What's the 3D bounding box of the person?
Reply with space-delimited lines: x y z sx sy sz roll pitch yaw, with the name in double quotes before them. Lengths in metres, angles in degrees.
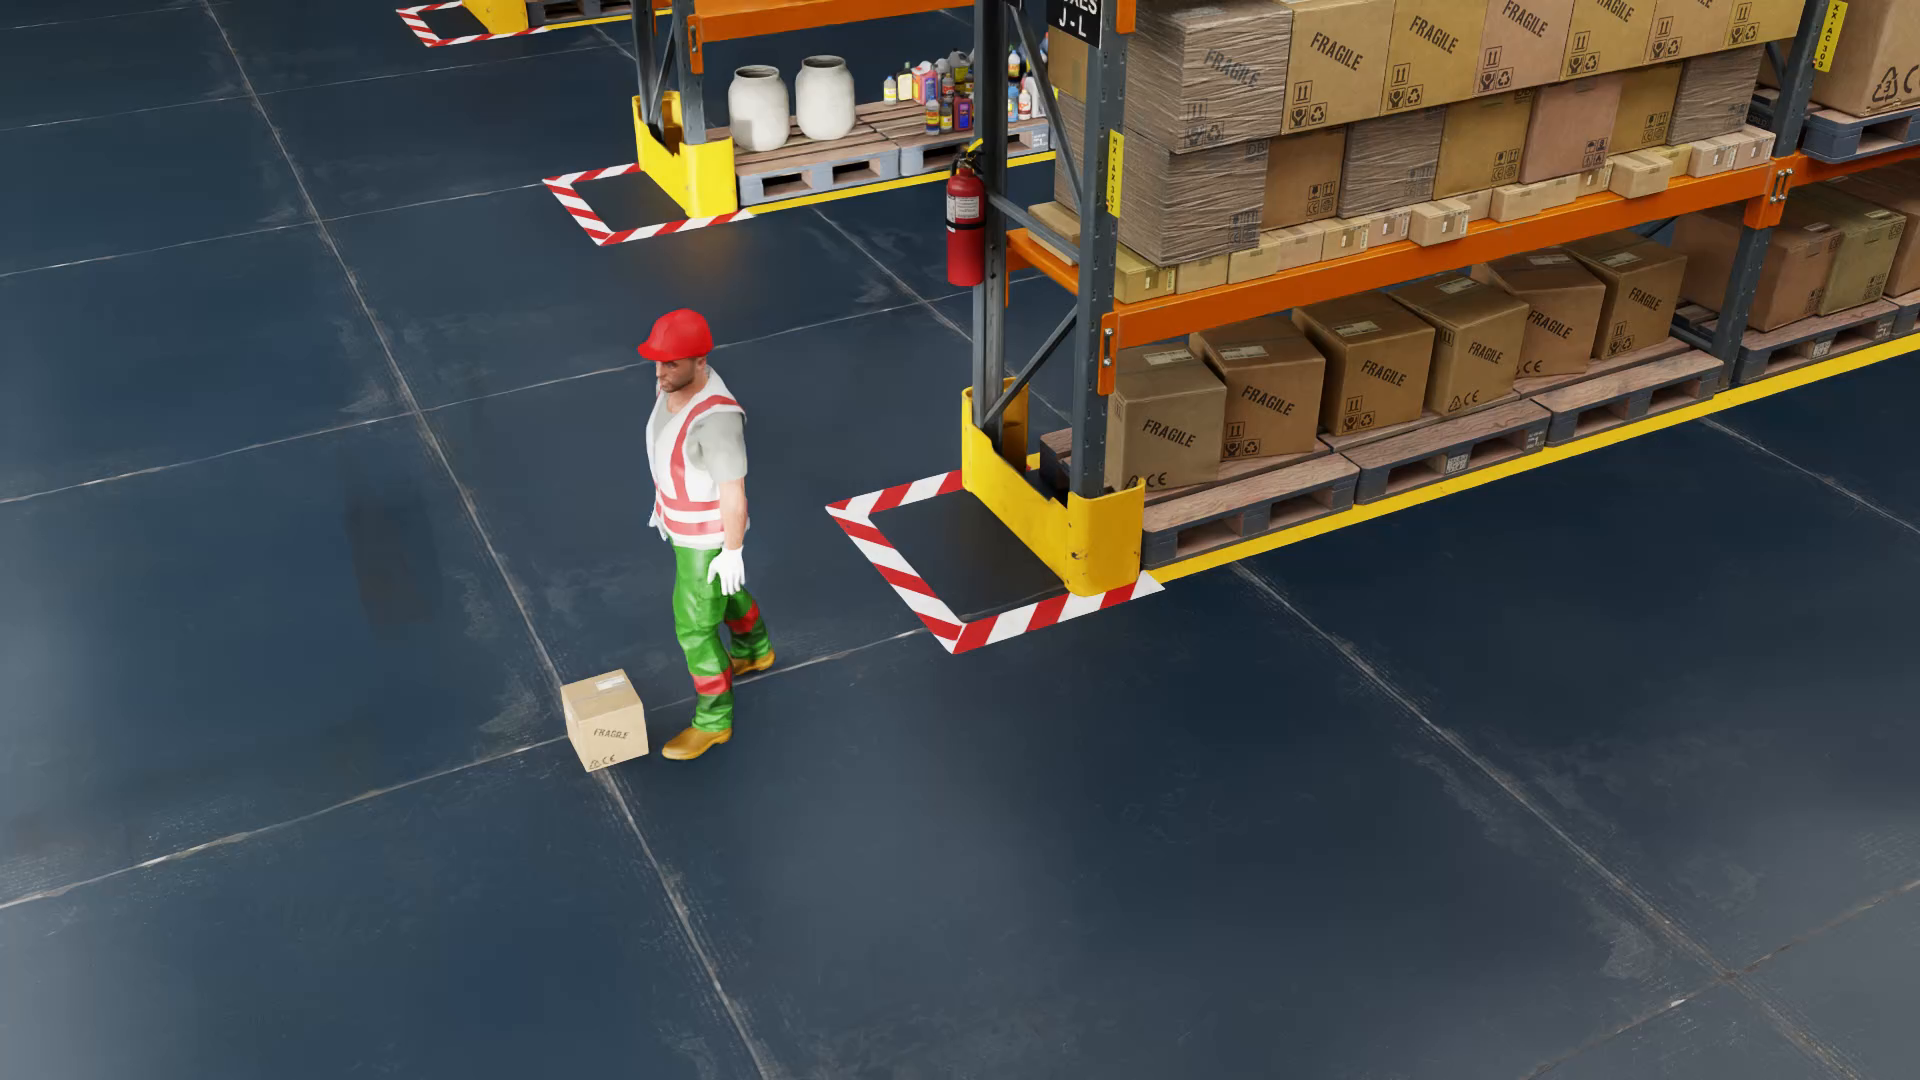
"person" -0.967 -0.060 6.234 0.623 1.802 0.613 -16 36 -24
